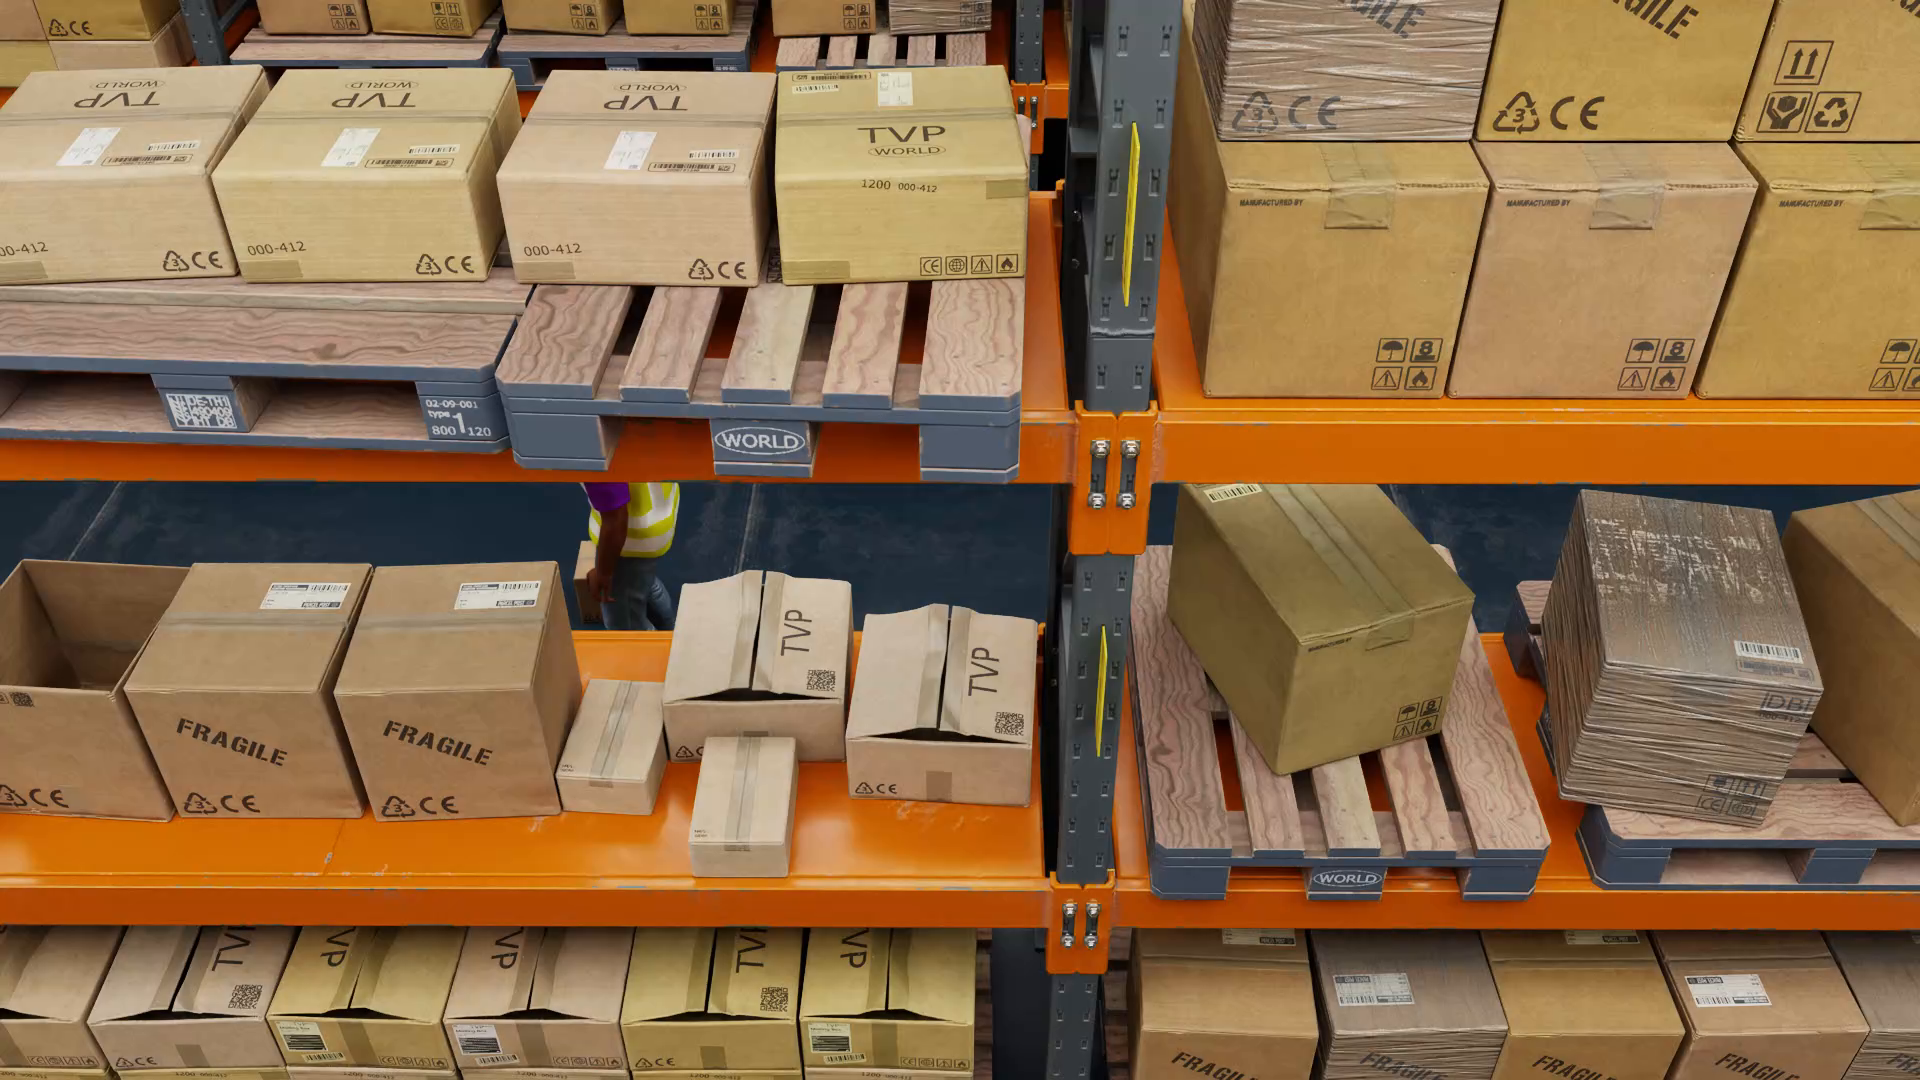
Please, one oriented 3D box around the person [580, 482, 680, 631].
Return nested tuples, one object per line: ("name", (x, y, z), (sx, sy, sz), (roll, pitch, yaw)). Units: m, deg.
("person", (-1.271, -0.059, 6.212), (0.456, 1.761, 0.627), (0, 39, 0))
